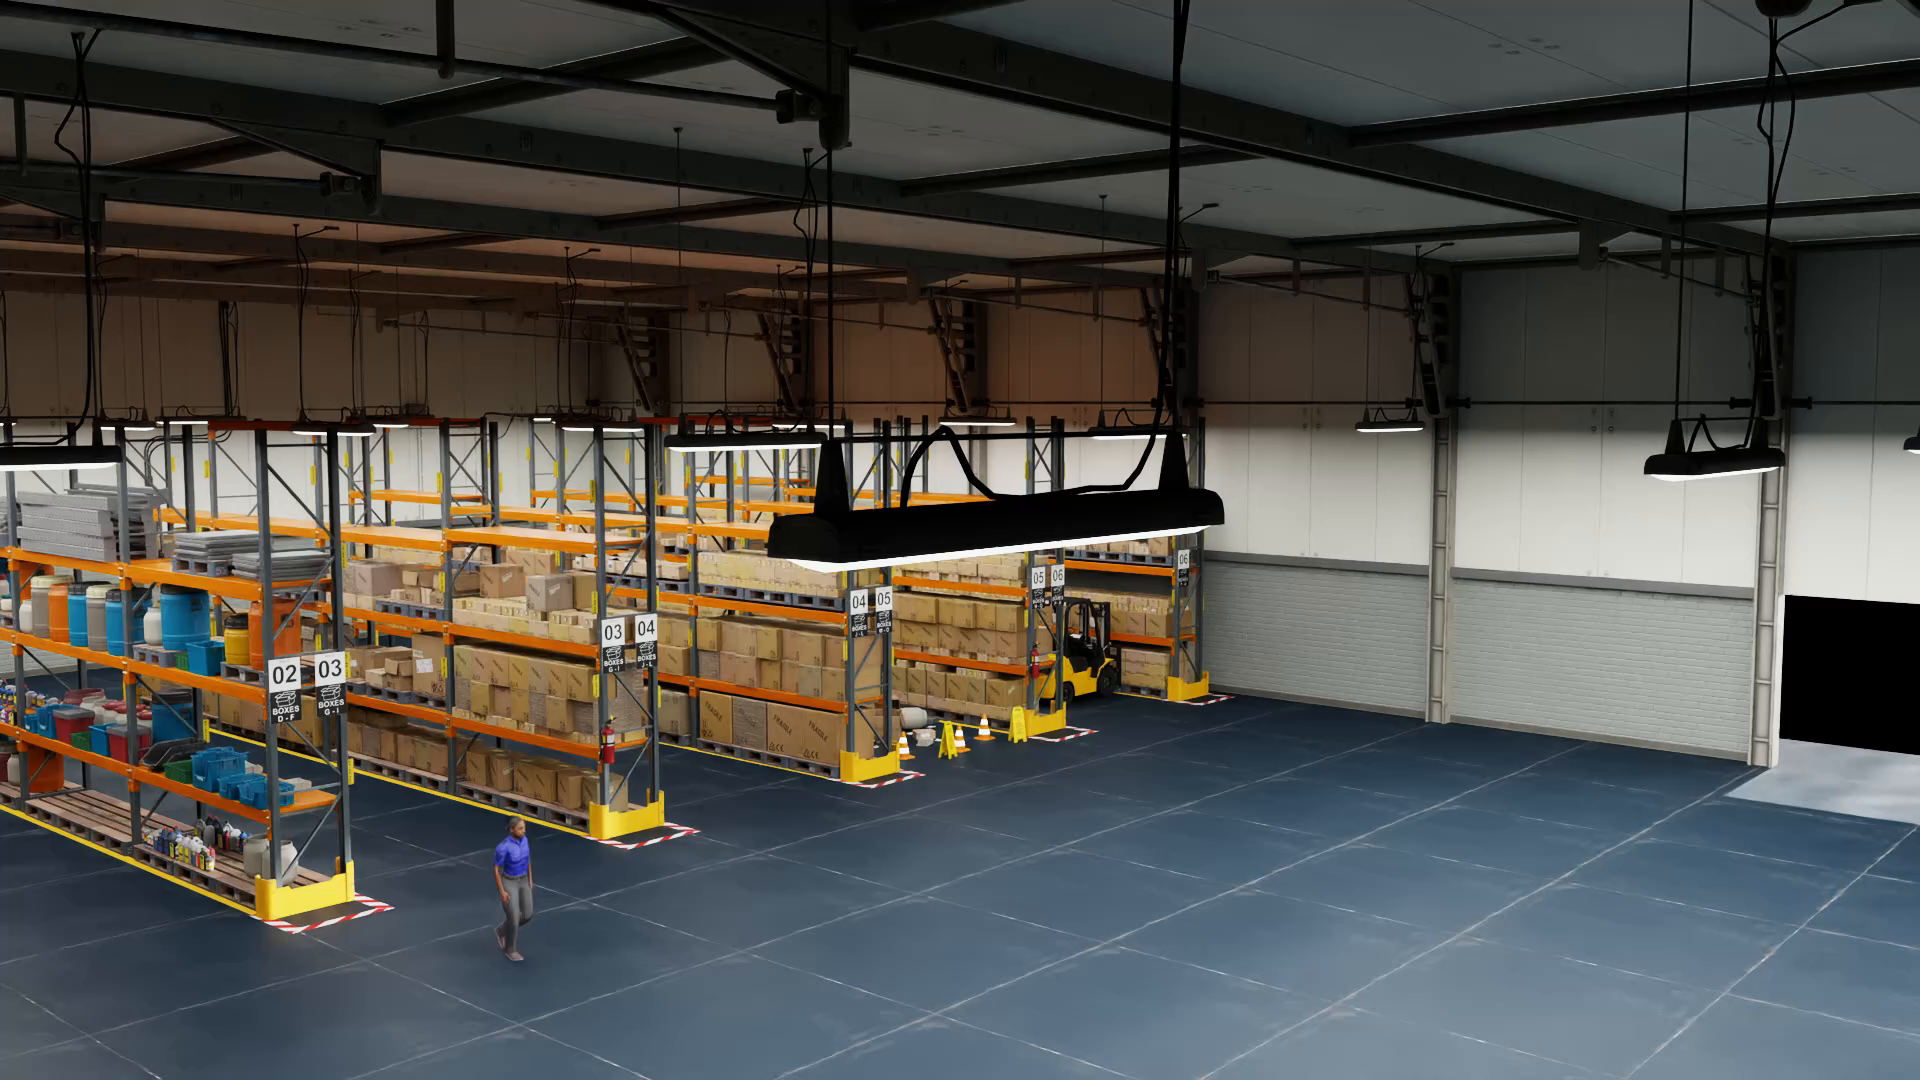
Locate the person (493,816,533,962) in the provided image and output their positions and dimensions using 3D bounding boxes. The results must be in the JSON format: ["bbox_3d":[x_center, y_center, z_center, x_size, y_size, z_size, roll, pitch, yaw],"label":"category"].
[{"bbox_3d":[-5.132,3.947,18.992,0.516,1.640,0.540,3,6,31],"label":"person"}]
